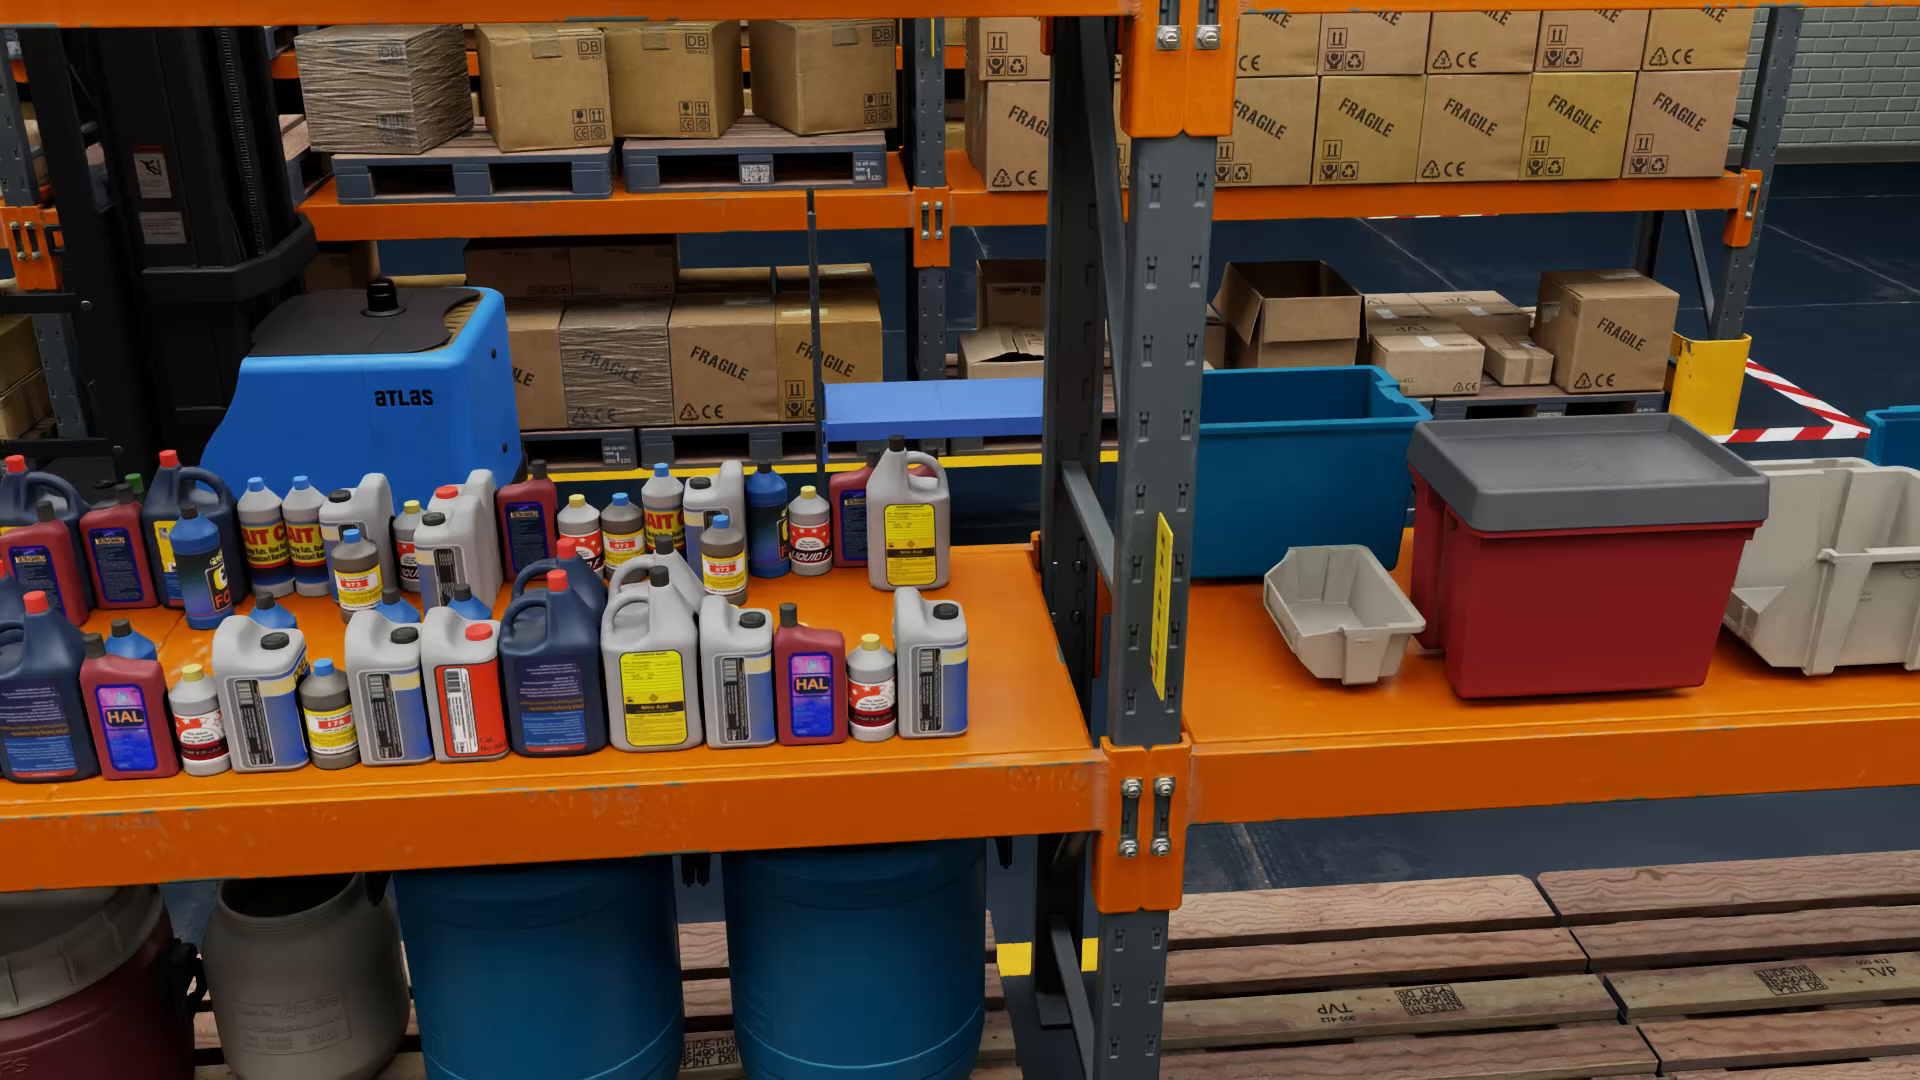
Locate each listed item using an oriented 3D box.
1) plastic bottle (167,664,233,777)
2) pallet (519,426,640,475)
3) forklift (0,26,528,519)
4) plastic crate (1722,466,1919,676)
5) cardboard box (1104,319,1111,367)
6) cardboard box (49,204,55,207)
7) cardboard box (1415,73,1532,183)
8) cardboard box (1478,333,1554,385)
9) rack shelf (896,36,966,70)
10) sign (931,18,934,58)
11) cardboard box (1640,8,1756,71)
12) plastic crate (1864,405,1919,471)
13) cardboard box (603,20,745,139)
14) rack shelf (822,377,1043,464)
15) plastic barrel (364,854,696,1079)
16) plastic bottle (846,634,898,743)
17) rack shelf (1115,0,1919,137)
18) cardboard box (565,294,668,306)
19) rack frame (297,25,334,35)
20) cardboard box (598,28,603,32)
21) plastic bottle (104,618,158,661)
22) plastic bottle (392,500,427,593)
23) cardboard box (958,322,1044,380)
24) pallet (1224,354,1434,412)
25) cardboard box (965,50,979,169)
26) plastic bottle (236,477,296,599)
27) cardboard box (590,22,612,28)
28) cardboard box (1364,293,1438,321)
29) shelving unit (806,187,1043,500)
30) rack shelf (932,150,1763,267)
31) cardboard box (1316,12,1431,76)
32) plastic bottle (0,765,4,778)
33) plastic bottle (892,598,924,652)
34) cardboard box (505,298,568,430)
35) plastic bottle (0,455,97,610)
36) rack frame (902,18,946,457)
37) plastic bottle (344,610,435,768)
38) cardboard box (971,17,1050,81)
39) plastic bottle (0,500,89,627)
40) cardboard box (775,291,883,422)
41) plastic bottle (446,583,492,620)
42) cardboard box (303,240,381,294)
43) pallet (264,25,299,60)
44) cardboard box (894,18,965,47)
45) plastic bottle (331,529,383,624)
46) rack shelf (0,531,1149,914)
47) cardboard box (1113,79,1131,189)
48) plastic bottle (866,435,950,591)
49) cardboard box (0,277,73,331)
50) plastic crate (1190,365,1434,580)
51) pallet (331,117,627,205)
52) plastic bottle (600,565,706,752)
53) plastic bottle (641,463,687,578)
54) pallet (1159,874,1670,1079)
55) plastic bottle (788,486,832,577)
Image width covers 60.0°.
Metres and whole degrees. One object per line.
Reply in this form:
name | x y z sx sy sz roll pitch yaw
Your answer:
plastic bottle | -1.399 0.326 3.069 0.097 0.201 0.097 0 24 0
pallet | -2.202 -0.607 8.355 1.213 0.211 1.003 -2 24 -5
forklift | -3.383 -1.194 6.329 3.031 2.935 1.130 -2 24 -4
plastic crate | 1.842 0.064 3.486 0.530 0.282 0.437 -2 24 -5
cardboard box | 0.727 -1.054 8.896 0.250 0.149 0.380 -2 24 -5
cardboard box | -6.879 -2.801 12.395 0.500 0.500 0.700 -2 24 -5
cardboard box | 2.370 -2.016 7.970 0.500 0.500 0.500 -2 24 -5
cardboard box | 2.873 -0.944 8.627 0.250 0.166 0.380 -2 24 -5
rack shelf | 1.321 -3.732 12.839 4.000 0.370 1.077 -2 24 -5
sign | -0.121 -2.284 7.269 0.005 0.325 0.100 -2 24 -5
cardboard box | 3.386 -2.512 7.855 0.500 0.500 0.500 -3 24 -6
plastic crate | 2.398 -0.146 4.017 0.300 0.233 0.416 -2 24 -5
cardboard box | -1.350 -2.235 7.945 0.500 0.500 0.700 1 24 3
rack shelf | -0.085 -0.518 7.011 1.000 0.185 0.538 -2 24 -5
plastic barrel | -0.944 0.834 3.748 0.708 0.901 0.600 -2 24 -5
plastic bottle | -0.169 0.276 3.180 0.097 0.201 0.097 0 24 0
rack shelf | 2.295 -1.098 3.221 4.000 0.370 1.077 -2 24 -5
cardboard box | -1.712 -1.074 8.509 0.500 0.500 0.500 -2 24 -5
rack frame | -4.650 -3.821 12.154 0.127 3.000 1.000 -2 24 -5
cardboard box | -2.512 -3.708 12.185 0.250 0.149 0.380 -2 24 -3
plastic bottle | -1.538 0.274 3.098 0.097 0.271 0.097 0 24 0
plastic bottle | -1.233 0.009 3.781 0.097 0.201 0.097 0 24 0
cardboard box | 0.260 -0.880 8.307 0.500 0.311 0.500 -2 24 -5
pallet | 1.721 -0.781 8.749 1.213 0.211 1.003 -2 24 -5
cardboard box | 0.293 -2.148 8.267 0.500 0.500 0.500 -2 24 -4
plastic bottle | -1.561 -0.010 3.737 0.097 0.271 0.097 0 24 0
cardboard box | -2.608 -3.988 12.016 0.500 0.500 0.500 -2 24 -4
cardboard box | 2.238 -1.136 8.957 0.500 0.250 0.500 -2 24 -5
shelving unit | -0.085 -0.682 6.938 1.048 1.500 0.538 -2 24 -5
rack shelf | 1.811 -1.730 8.335 4.000 0.370 1.077 -2 24 -5
cardboard box | 1.857 -2.449 7.712 0.500 0.500 0.500 -2 24 -4
plastic bottle | -1.834 0.298 3.039 0.135 0.276 0.152 -2 24 -5
plastic bottle | -0.087 0.211 3.327 0.097 0.201 0.097 0 24 0
cardboard box | -2.140 -0.845 7.993 0.500 0.500 0.500 -3 24 -7
plastic bottle | -2.016 -0.018 3.658 0.185 0.351 0.144 -2 24 -5
rack frame | -0.179 -1.979 8.009 0.127 3.000 1.000 -2 24 -5
plastic bottle | -1.056 0.267 3.110 0.135 0.276 0.152 -2 24 -5
cardboard box | 0.318 -2.386 7.572 0.500 0.500 0.500 -2 24 -4
plastic bottle | -1.980 0.053 3.581 0.133 0.283 0.061 -2 24 -5
cardboard box | -0.642 -0.902 8.122 0.500 0.500 0.500 -2 24 -5
plastic bottle | -0.952 0.214 3.235 0.097 0.271 0.097 0 24 0
cardboard box | -3.196 -1.357 8.222 0.500 0.250 0.500 -1 24 -3
pallet | -5.349 -3.662 12.032 1.003 0.211 1.213 -2 24 -5
cardboard box | -0.128 -4.133 12.486 0.700 0.700 0.980 -2 24 -4
plastic bottle | -1.315 0.075 3.634 0.097 0.201 0.097 0 24 0
rack shelf | -1.686 0.432 3.471 4.000 0.370 1.077 -2 24 -5
cardboard box | 0.864 -1.956 7.835 0.500 0.500 0.500 -2 24 -4
plastic bottle | -0.118 -0.069 3.774 0.185 0.351 0.144 -2 24 -5
cardboard box | -4.710 -1.109 8.229 0.500 0.311 0.500 -1 24 -3
plastic crate | 0.735 -0.153 3.847 0.575 0.384 0.392 -2 24 -5
pallet | -2.225 -1.811 7.867 1.213 0.211 1.003 -2 24 -5
plastic bottle | -0.578 0.215 3.134 0.185 0.351 0.144 -2 24 -5
plastic bottle | -0.676 -0.045 3.817 0.097 0.271 0.097 0 24 0
pallet | 1.032 1.253 4.172 1.213 0.211 1.003 -2 24 -5
plastic bottle | -0.348 -0.026 3.861 0.097 0.201 0.097 0 24 0
